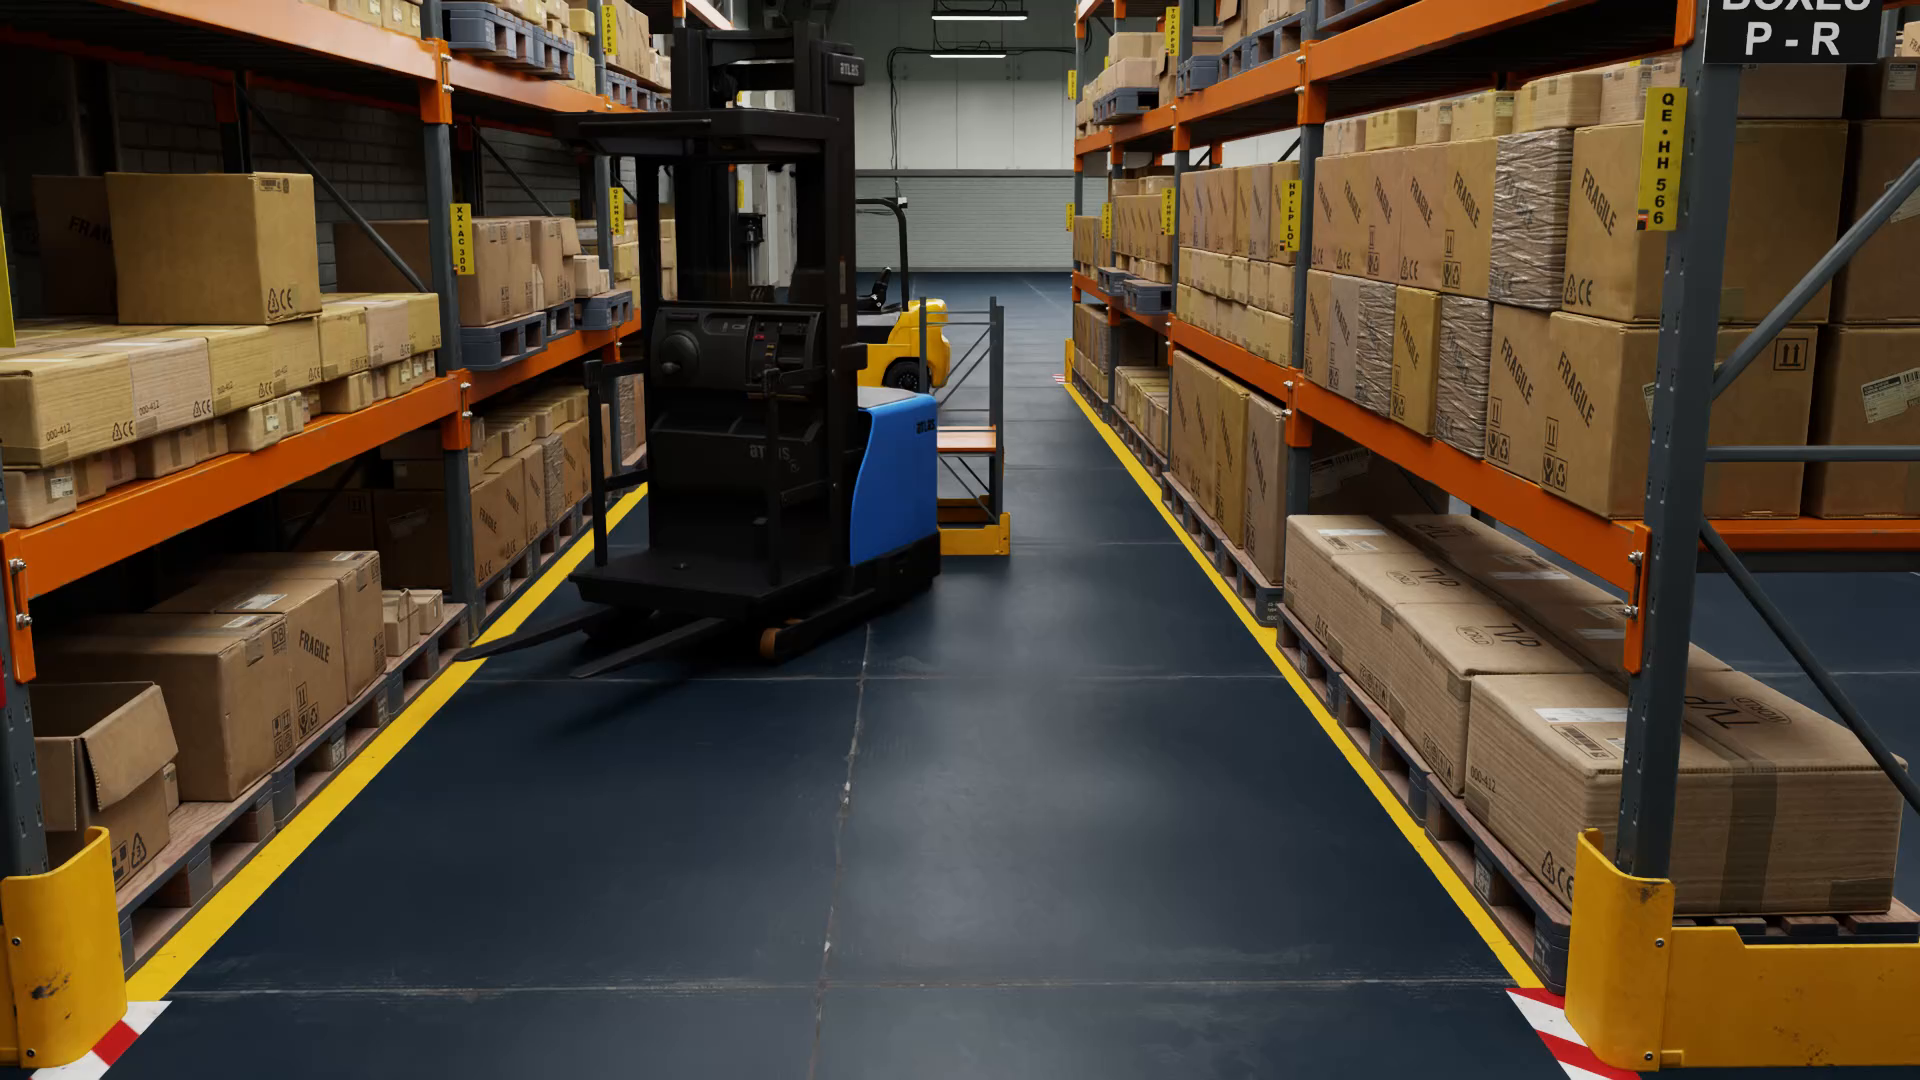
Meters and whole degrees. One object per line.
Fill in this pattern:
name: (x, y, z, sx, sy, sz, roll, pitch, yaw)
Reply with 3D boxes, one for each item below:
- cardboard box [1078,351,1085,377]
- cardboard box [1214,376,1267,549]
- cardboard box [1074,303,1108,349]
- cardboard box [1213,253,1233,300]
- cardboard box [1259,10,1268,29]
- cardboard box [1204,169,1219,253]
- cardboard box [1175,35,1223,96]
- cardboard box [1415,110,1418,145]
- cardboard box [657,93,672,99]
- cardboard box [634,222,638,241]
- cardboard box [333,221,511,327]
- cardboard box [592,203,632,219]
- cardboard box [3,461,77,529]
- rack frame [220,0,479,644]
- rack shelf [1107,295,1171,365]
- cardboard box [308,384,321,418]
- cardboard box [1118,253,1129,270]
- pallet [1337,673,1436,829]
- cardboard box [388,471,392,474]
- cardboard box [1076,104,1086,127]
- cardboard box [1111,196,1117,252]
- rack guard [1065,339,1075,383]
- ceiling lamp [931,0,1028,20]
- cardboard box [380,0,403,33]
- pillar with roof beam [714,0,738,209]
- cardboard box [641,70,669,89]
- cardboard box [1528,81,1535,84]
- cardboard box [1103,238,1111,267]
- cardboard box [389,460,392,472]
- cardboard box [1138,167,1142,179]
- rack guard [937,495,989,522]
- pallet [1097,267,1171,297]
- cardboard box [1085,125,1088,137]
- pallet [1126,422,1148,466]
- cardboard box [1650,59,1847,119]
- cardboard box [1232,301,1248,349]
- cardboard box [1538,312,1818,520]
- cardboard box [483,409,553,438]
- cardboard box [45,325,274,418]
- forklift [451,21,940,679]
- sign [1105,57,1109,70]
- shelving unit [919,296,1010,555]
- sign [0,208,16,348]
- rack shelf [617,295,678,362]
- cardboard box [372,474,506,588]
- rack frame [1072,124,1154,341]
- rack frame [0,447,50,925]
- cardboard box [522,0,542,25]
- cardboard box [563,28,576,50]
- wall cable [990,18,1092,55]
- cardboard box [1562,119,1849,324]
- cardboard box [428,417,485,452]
cardboard box: (1.591, -1.977, 18.617, 0.500, 0.250, 0.500, 0, 11, 1)
cardboard box: (1.977, -0.463, 9.584, 0.875, 0.875, 0.875, 0, 11, 0)
cardboard box: (1.589, -2.441, 19.020, 0.500, 0.500, 0.500, -1, 11, -3)
cardboard box: (1.782, -1.558, 9.815, 0.500, 0.250, 0.500, 0, 11, 0)
cardboard box: (1.907, -2.933, 9.457, 0.380, 0.166, 0.250, 1, 11, 4)
cardboard box: (1.794, -2.030, 10.253, 0.500, 0.500, 0.500, 0, 11, 0)
cardboard box: (2.004, -3.499, 12.464, 0.700, 0.500, 0.500, 0, 11, -1)
cardboard box: (1.919, -1.535, 6.185, 0.380, 0.149, 0.250, 0, 11, -1)
cardboard box: (-2.738, -4.257, 15.779, 0.380, 0.149, 0.250, 0, 11, 0)
cardboard box: (-2.699, -2.458, 13.247, 0.380, 0.149, 0.250, 0, 11, 0)
cardboard box: (-2.653, -1.327, 8.247, 0.700, 0.500, 0.500, 0, 11, 0)
cardboard box: (-3.341, -3.140, 15.861, 0.380, 0.149, 0.250, 0, 11, -1)
cardboard box: (-2.517, -0.123, 4.253, 0.380, 0.149, 0.250, 0, 11, -2)
rack frame: (-2.867, -0.975, 7.820, 1.000, 3.000, 0.127, 0, 11, -1)
rack shelf: (1.972, -1.836, 13.874, 1.077, 0.370, 4.000, 0, 11, -1)
cardboard box: (-2.646, -0.531, 6.266, 0.380, 0.149, 0.250, 0, 11, 0)
cardboard box: (1.622, -2.508, 14.953, 0.380, 0.149, 0.250, 0, 11, 0)
pallet: (2.061, 0.765, 6.256, 1.003, 0.211, 1.213, 0, 11, -1)
cardboard box: (-3.174, -0.151, 8.988, 0.500, 0.500, 0.500, -1, 11, -4)
cardboard box: (1.592, -4.823, 18.871, 0.500, 0.250, 0.500, 0, 11, -2)
cardboard box: (1.654, -2.892, 15.216, 0.500, 0.500, 0.500, 0, 11, 0)
rack guard: (1.849, -2.141, 19.856, 1.175, 0.500, 0.348, 0, 11, -1)
ceiling lamp: (0.395, -12.423, 34.479, 2.000, 3.185, 0.800, 0, 11, -1)
cardboard box: (-2.562, -2.203, 6.960, 0.380, 0.149, 0.250, 0, 11, -1)
pillar with roof beam: (0.055, -8.561, 30.126, 9.100, 9.000, 0.400, 0, 11, -1)
cardboard box: (-2.706, -3.949, 14.262, 0.380, 0.149, 0.250, 0, 11, -1)
cardboard box: (6.560, -5.021, 18.541, 0.500, 0.250, 0.500, 0, 11, -2)
cardboard box: (1.673, -2.868, 16.153, 0.500, 0.500, 0.500, -1, 11, -3)
cardboard box: (-3.187, -0.446, 8.812, 0.380, 0.149, 0.250, 0, 11, -1)
cardboard box: (2.150, -3.461, 16.560, 0.700, 0.500, 0.500, 0, 11, -1)
rack guard: (-0.012, -0.237, 11.097, 0.587, 0.250, 0.087, 0, 11, -1)
pallet: (1.801, -2.340, 15.030, 1.003, 0.211, 1.213, 0, 11, -1)
cardboard box: (1.596, -4.556, 18.561, 0.380, 0.149, 0.250, 0, 11, 0)
pallet: (1.976, -0.822, 14.079, 1.003, 0.211, 1.213, 0, 11, -1)
cardboard box: (1.971, -1.128, 4.178, 0.380, 0.149, 0.250, 0, 11, 0)
cardboard box: (1.834, -1.212, 9.367, 0.500, 0.250, 0.500, -1, 11, -3)
cardboard box: (1.904, -0.345, 4.462, 0.500, 0.500, 0.500, 0, 11, -1)
cardboard box: (-2.687, -0.708, 10.103, 0.380, 0.149, 0.250, -1, 11, -4)
cardboard box: (-2.548, -0.544, 5.326, 0.500, 0.250, 0.500, 0, 11, -2)
forklift: (-1.192, -0.963, 7.933, 1.130, 2.935, 3.031, 5, 13, 25)
sign: (1.388, -4.306, 15.394, 0.100, 0.325, 0.005, 0, 11, -1)
shelving unit: (-0.002, -0.750, 10.485, 0.587, 1.500, 1.083, 0, 11, -1)
sign: (-2.242, -0.606, 3.826, 0.100, 0.325, 0.005, 0, 11, -1)
rack shelf: (-2.991, -1.815, 13.770, 1.077, 0.370, 4.000, 0, 11, -1)
cardboard box: (-2.652, -0.053, 8.505, 0.500, 0.500, 0.500, 0, 11, 1)
rack frame: (1.848, -3.381, 19.682, 1.000, 3.000, 0.127, 0, 11, -1)
rack frame: (-2.784, -0.180, 3.900, 1.000, 3.000, 0.127, 0, 11, -1)
cardboard box: (-2.495, -2.891, 9.045, 0.380, 0.149, 0.250, 0, 11, 0)
cardboard box: (-2.716, -3.241, 10.819, 0.380, 0.149, 0.250, -1, 11, -2)
wall cable: (2.439, -15.919, 50.061, 3.097, 2.526, 0.112, 0, 11, -1)
cardboard box: (1.931, -0.835, 4.363, 0.500, 0.500, 0.500, 0, 11, 1)
cardboard box: (-2.661, -0.543, 8.543, 0.380, 0.149, 0.250, -1, 11, -4)
